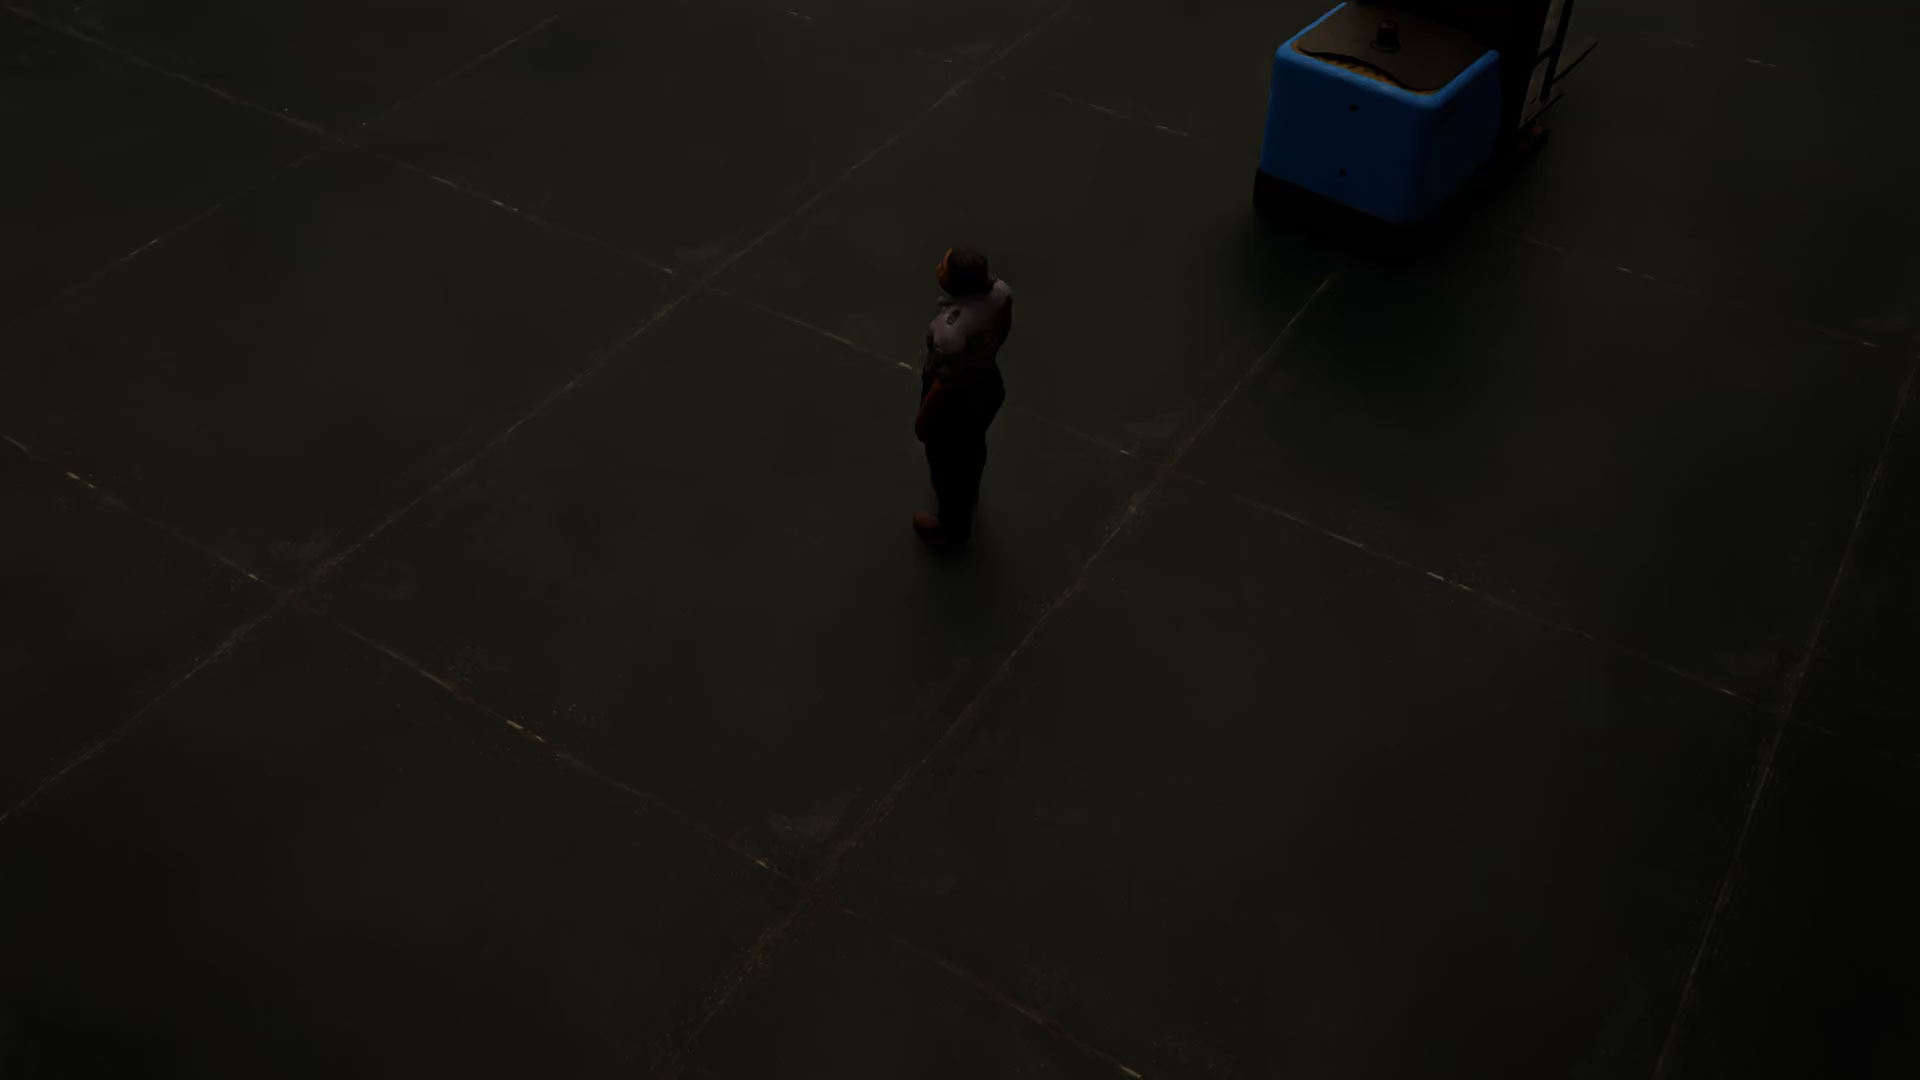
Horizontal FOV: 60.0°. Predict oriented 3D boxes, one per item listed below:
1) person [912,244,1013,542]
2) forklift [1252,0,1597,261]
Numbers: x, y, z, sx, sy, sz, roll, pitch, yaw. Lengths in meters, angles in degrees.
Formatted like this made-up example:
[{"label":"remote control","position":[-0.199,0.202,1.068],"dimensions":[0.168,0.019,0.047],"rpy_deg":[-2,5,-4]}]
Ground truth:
[{"label":"person","position":[-0.063,-0.678,7.429],"dimensions":[0.503,1.650,0.599],"rpy_deg":[24,48,23]},{"label":"forklift","position":[3.084,-3.623,9.669],"dimensions":[1.130,2.935,3.031],"rpy_deg":[29,51,27]}]
